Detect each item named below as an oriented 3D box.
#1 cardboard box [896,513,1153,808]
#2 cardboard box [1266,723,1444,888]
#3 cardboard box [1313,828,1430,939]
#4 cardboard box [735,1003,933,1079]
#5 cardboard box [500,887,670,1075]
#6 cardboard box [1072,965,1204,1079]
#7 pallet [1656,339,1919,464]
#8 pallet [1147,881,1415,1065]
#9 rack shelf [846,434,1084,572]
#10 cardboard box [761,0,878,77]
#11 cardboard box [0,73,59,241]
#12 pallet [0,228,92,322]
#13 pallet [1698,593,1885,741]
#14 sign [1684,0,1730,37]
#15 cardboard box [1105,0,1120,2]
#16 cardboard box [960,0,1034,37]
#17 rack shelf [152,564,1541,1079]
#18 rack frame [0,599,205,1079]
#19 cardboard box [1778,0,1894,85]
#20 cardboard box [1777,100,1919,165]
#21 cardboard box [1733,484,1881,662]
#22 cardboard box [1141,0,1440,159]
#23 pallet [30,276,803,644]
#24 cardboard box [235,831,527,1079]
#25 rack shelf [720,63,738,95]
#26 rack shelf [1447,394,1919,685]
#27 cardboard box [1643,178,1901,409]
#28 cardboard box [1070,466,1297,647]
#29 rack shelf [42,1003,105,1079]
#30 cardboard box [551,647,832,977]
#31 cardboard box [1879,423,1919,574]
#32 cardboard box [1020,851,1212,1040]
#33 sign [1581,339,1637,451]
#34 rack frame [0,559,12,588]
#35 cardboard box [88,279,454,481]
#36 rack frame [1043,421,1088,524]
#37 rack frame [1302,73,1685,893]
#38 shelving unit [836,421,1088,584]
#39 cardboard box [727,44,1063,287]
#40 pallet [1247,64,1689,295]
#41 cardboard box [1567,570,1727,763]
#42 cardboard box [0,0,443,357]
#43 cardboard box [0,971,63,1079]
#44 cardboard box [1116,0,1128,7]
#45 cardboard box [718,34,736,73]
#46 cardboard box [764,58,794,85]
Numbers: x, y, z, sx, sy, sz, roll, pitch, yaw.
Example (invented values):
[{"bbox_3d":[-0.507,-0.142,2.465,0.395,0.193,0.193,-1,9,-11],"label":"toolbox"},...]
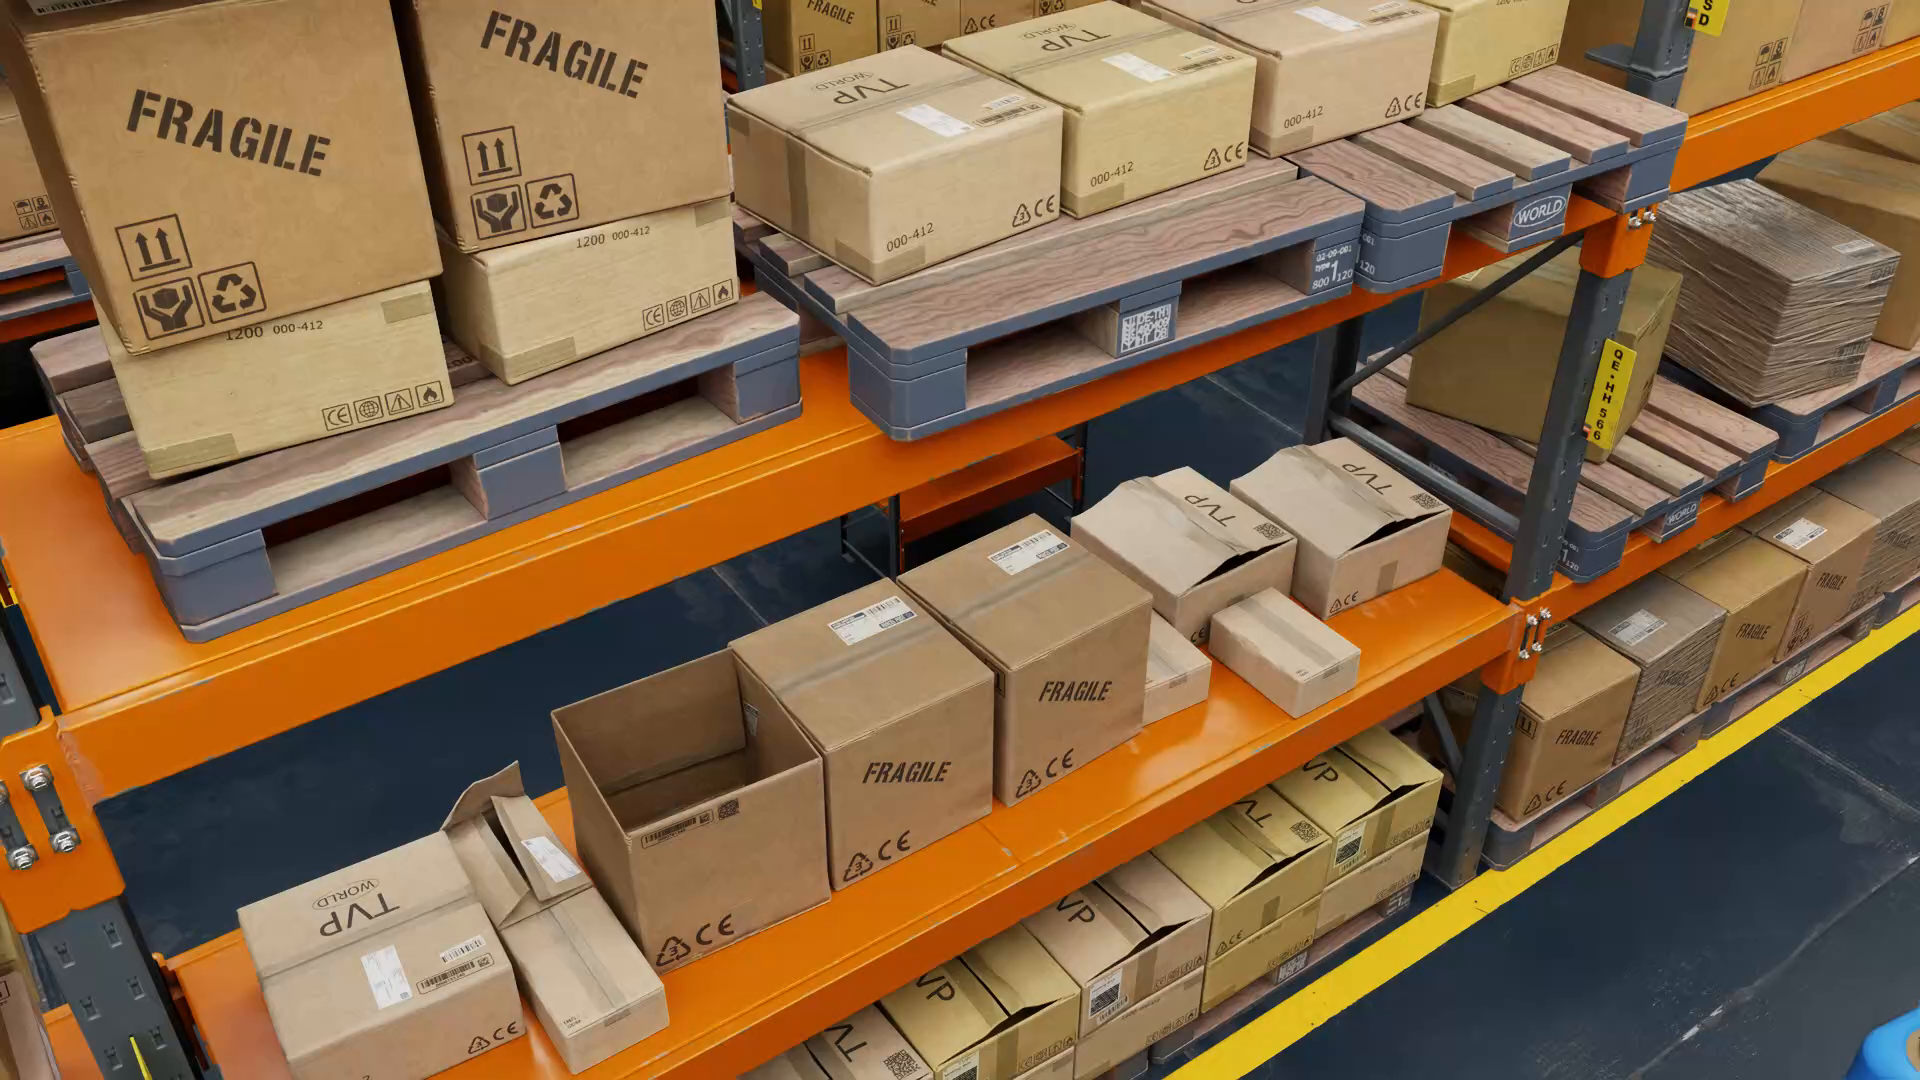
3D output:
[{"bbox_3d":[0.173,0.324,4.644,0.500,0.500,0.500,-25,42,-30],"label":"cardboard box"},{"bbox_3d":[1.249,0.805,5.577,0.500,0.311,0.500,-21,41,-27],"label":"cardboard box"},{"bbox_3d":[1.245,1.032,5.741,0.500,0.250,0.500,-21,41,-27],"label":"cardboard box"},{"bbox_3d":[-0.419,1.496,4.616,0.500,0.311,0.500,-24,42,-29],"label":"cardboard box"},{"bbox_3d":[-0.893,1.040,3.950,0.250,0.149,0.380,-22,41,-28],"label":"cardboard box"},{"bbox_3d":[0.413,1.375,5.265,0.500,0.250,0.500,-21,41,-27],"label":"cardboard box"},{"bbox_3d":[3.122,-0.786,6.438,1.213,0.211,1.003,-22,41,-28],"label":"pallet"},{"bbox_3d":[0.840,1.183,5.924,1.213,0.211,1.003,-22,41,-28],"label":"pallet"},{"bbox_3d":[0.006,-0.260,7.567,1.000,0.278,0.538,-22,41,-28],"label":"rack shelf"},{"bbox_3d":[-0.777,-2.781,8.690,0.500,0.500,0.500,-21,41,-27],"label":"cardboard box"},{"bbox_3d":[-4.156,-1.599,6.942,0.500,0.500,0.700,-22,41,-28],"label":"cardboard box"},{"bbox_3d":[-3.883,-1.334,7.201,1.213,0.211,1.003,-22,41,-28],"label":"pallet"},{"bbox_3d":[3.163,0.284,7.175,1.213,0.211,1.003,-22,41,-28],"label":"pallet"},{"bbox_3d":[1.848,-1.399,4.047,0.005,0.325,0.100,-22,41,-28],"label":"sign"},{"bbox_3d":[0.889,-3.468,9.646,0.500,0.500,0.500,-22,41,-28],"label":"cardboard box"},{"bbox_3d":[0.062,-3.119,9.160,0.500,0.500,0.500,-23,41,-28],"label":"cardboard box"},{"bbox_3d":[-0.100,0.758,4.744,4.000,0.370,1.077,-22,41,-28],"label":"rack shelf"},{"bbox_3d":[-1.735,1.138,3.598,0.127,3.000,1.000,-22,41,-28],"label":"rack frame"},{"bbox_3d":[2.289,-1.800,5.029,0.500,0.500,0.910,-22,41,-28],"label":"cardboard box"},{"bbox_3d":[3.763,-1.450,6.751,0.500,0.500,0.700,-16,39,-21],"label":"cardboard box"},{"bbox_3d":[3.333,0.089,6.821,0.500,0.500,0.500,-24,42,-29],"label":"cardboard box"},{"bbox_3d":[0.779,-1.170,4.008,0.500,0.250,0.500,-21,41,-27],"label":"cardboard box"},{"bbox_3d":[-1.021,-0.305,3.199,1.217,0.209,0.805,-24,42,-30],"label":"pallet"},{"bbox_3d":[-1.357,1.013,3.901,0.500,0.250,0.500,-20,40,-25],"label":"cardboard box"},{"bbox_3d":[0.313,-2.951,9.900,4.000,0.370,1.077,-22,41,-28],"label":"rack shelf"},{"bbox_3d":[3.170,-0.588,6.614,4.000,0.370,1.077,-22,41,-28],"label":"rack shelf"},{"bbox_3d":[2.842,-0.900,5.988,0.500,0.500,0.700,-15,38,-19],"label":"cardboard box"},{"bbox_3d":[0.692,0.037,5.205,0.500,0.311,0.500,-23,42,-28],"label":"cardboard box"},{"bbox_3d":[-3.369,2.103,2.873,4.000,0.370,1.077,-22,41,-28],"label":"rack shelf"},{"bbox_3d":[-0.667,0.670,4.164,0.500,0.500,0.500,-19,40,-25],"label":"cardboard box"},{"bbox_3d":[4.157,-0.251,7.295,0.500,0.500,0.500,-22,41,-28],"label":"cardboard box"},{"bbox_3d":[0.413,1.151,5.096,0.500,0.311,0.500,-23,41,-28],"label":"cardboard box"},{"bbox_3d":[1.857,-0.413,4.764,0.005,0.325,0.100,-22,41,-28],"label":"sign"},{"bbox_3d":[-4.591,-1.225,6.884,0.127,3.000,1.000,-22,41,-28],"label":"rack frame"},{"bbox_3d":[-1.225,-0.392,2.925,0.500,0.250,0.500,-18,39,-23],"label":"cardboard box"},{"bbox_3d":[0.421,-0.630,7.662,0.032,1.125,0.500,-22,41,-28],"label":"rack frame"},{"bbox_3d":[1.535,-0.207,5.469,0.127,3.000,1.000,-22,41,-28],"label":"rack frame"},{"bbox_3d":[0.006,-0.459,7.425,1.048,1.125,0.538,-22,41,-28],"label":"shelving unit"},{"bbox_3d":[-0.136,-0.803,3.497,0.500,0.250,0.500,-26,43,-32],"label":"cardboard box"},{"bbox_3d":[1.032,-1.077,4.272,1.003,0.211,1.213,-20,40,-26],"label":"pallet"},{"bbox_3d":[2.496,0.434,6.342,0.500,0.500,0.500,-24,42,-29],"label":"cardboard box"},{"bbox_3d":[-1.208,-0.682,2.687,0.500,0.500,0.500,-22,41,-27],"label":"cardboard box"},{"bbox_3d":[-1.833,1.028,3.110,0.250,0.149,0.380,-22,41,-28],"label":"cardboard box"},{"bbox_3d":[0.771,-3.166,9.782,0.250,0.149,0.380,-24,42,-29],"label":"cardboard box"},{"bbox_3d":[-1.203,-2.708,9.144,0.250,0.149,0.380,-22,41,-27],"label":"cardboard box"},{"bbox_3d":[-0.919,-2.476,8.822,0.250,0.149,0.380,-23,42,-29],"label":"cardboard box"}]
